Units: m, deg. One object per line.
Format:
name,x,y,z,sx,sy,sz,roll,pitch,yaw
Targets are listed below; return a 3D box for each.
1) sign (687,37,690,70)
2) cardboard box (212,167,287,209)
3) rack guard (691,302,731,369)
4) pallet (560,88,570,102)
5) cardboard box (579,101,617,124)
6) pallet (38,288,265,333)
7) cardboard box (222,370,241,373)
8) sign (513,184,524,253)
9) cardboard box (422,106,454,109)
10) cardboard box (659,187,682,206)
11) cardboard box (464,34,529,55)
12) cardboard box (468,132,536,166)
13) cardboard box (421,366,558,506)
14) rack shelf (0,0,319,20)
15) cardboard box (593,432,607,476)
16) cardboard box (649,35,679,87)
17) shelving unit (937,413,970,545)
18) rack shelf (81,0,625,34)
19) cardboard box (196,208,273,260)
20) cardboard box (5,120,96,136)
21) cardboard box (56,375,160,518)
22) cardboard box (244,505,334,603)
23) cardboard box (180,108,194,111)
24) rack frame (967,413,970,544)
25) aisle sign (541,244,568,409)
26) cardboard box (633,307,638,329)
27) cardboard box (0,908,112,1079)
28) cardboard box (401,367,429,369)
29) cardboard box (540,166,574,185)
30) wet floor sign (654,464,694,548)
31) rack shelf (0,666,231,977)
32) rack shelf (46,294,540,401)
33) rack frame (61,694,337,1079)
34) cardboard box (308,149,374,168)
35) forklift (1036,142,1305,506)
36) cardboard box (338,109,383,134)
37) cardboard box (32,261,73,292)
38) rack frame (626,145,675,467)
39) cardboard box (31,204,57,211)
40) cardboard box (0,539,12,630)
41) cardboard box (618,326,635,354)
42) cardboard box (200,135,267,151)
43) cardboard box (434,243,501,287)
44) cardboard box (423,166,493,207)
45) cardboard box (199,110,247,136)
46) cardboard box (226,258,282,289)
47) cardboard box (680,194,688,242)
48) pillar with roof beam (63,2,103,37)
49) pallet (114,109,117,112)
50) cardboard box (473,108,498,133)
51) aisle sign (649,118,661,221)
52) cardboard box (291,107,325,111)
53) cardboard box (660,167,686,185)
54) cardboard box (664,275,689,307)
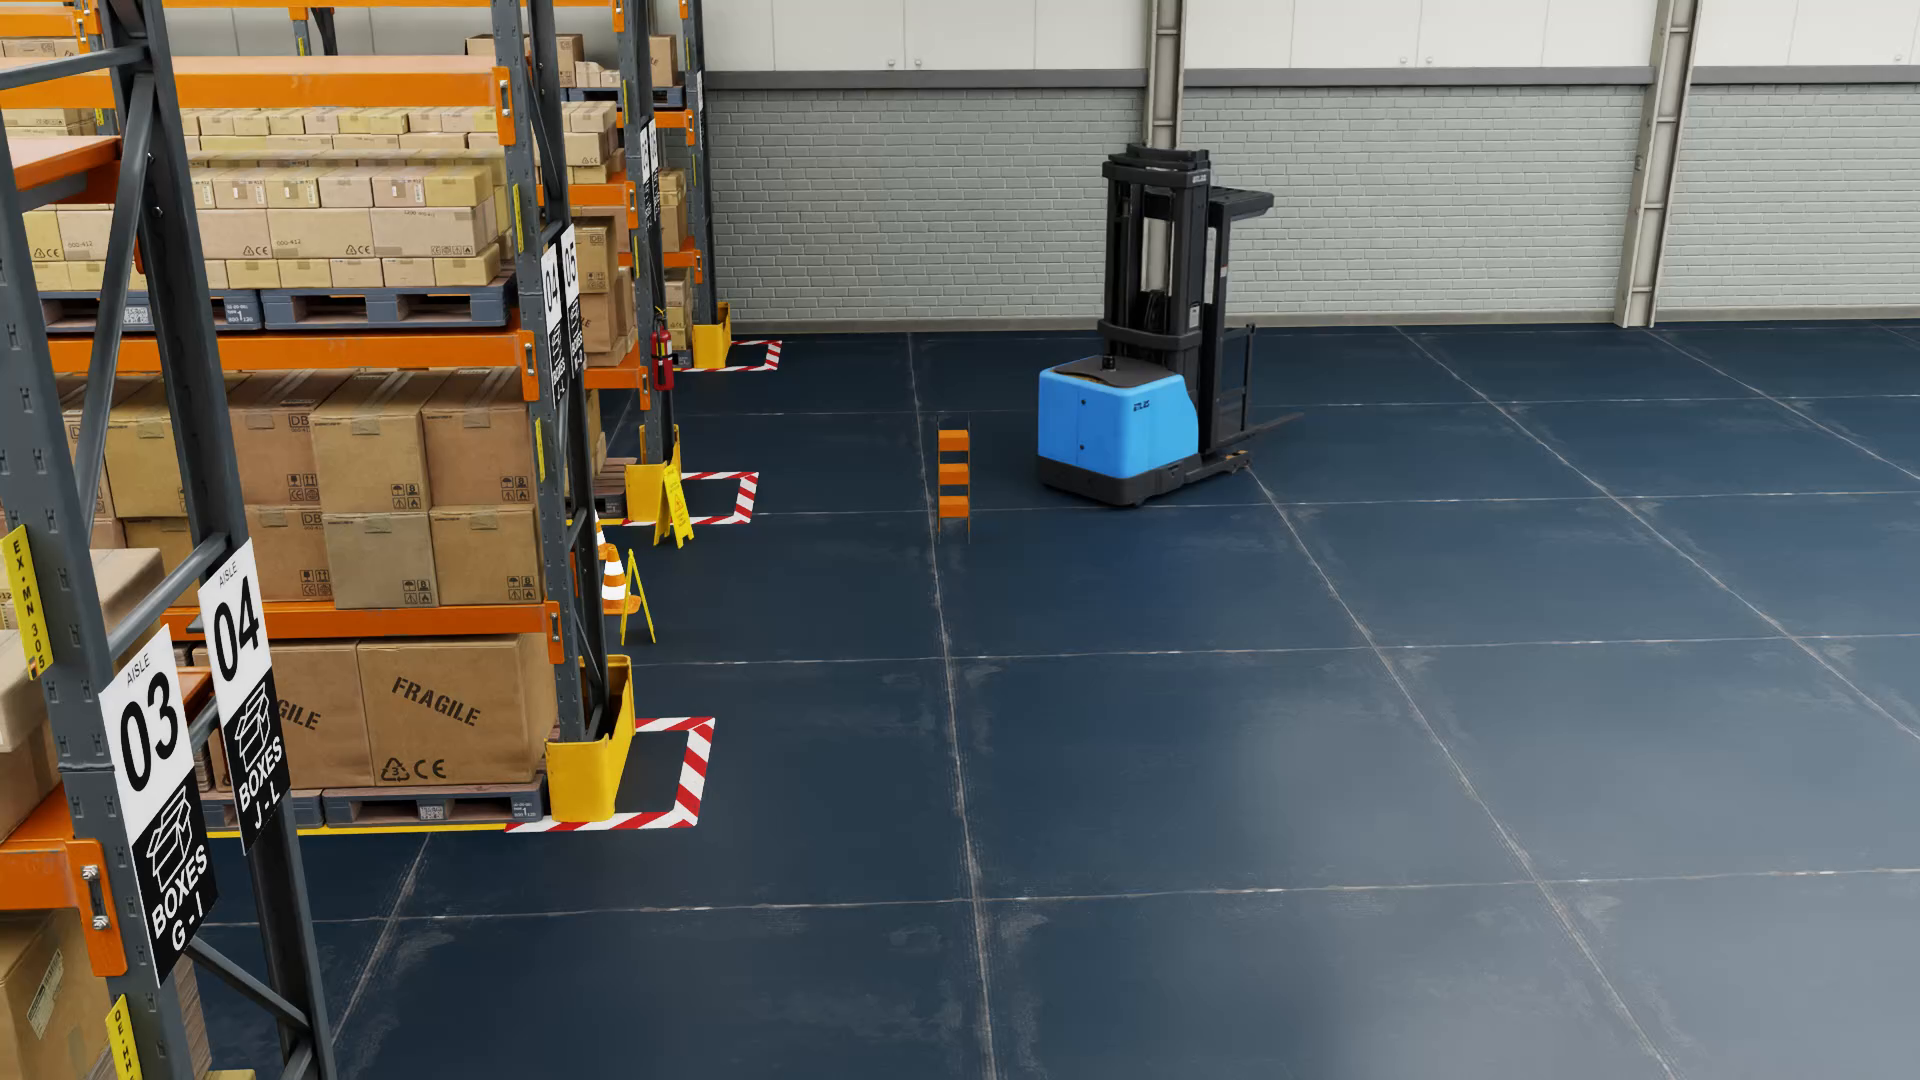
sign,-2.860,-5.115,17.492,0.005,0.325,0.100,-1,21,-3
cardboard box,-3.536,-1.763,8.321,0.250,0.149,0.380,-1,21,-3
rack guard,-2.853,-2.362,19.122,0.348,0.500,1.175,-1,21,-3
pallet,-4.805,-4.859,18.076,1.213,0.211,1.003,-1,21,-3
cardboard box,-2.956,-3.489,13.585,0.250,0.149,0.380,-1,21,-3
pallet,-4.167,-1.326,8.796,1.213,0.211,1.003,-1,21,-3
cardboard box,-6.001,-1.484,13.656,0.250,0.149,0.380,-1,21,-1
sign,-2.189,-1.596,8.247,0.005,0.325,0.100,-1,21,-3
cardboard box,-4.222,-3.501,13.617,0.250,0.149,0.380,-1,21,-2
cardboard box,-3.207,-3.773,18.263,0.250,0.149,0.380,-1,21,-2
cardboard box,-4.919,-5.144,17.823,0.637,0.503,0.797,0,21,-1
cardboard box,-3.588,-3.126,13.193,0.500,0.250,0.500,-1,21,-4
cardboard box,-2.579,-0.591,9.229,0.550,0.550,0.875,-1,21,-3
rack shelf,-8.867,-5.688,17.488,4.000,0.370,1.077,-1,21,-3
cardboard box,-3.411,-0.759,14.674,0.500,0.250,0.500,-1,21,-3
cardboard box,-3.305,-5.126,17.781,0.500,0.500,0.500,0,21,-1
shelving unit,-0.053,-0.490,13.431,0.252,1.050,0.215,-1,21,-3
rack shelf,-4.586,-4.192,12.999,4.000,0.370,1.077,-1,21,-3
cardboard box,-3.680,-1.595,8.440,0.500,0.250,0.500,-1,21,-3
cardboard box,-7.158,-3.150,13.083,0.500,0.250,0.500,-2,21,-4
cardboard box,-4.740,-0.513,9.025,0.550,0.550,0.875,-1,21,-3
cardboard box,-3.688,-0.071,9.380,0.550,0.550,0.875,-1,21,-3
cardboard box,-6.279,-3.426,13.421,0.250,0.149,0.380,-1,21,-2
rack frame,0.068,-0.492,13.438,0.008,1.050,0.200,-1,21,-3
aisle sign,-2.118,-1.120,8.693,0.004,0.787,0.394,-1,21,-3
cardboard box,-3.846,-2.547,18.667,0.500,0.250,0.500,-1,21,-4
cardboard box,-2.559,1.200,4.290,0.500,0.500,0.500,-1,21,-3
cardboard box,-4.478,-1.541,13.807,0.250,0.149,0.380,-1,21,-3
cardboard box,-3.176,-2.928,13.232,0.250,0.149,0.380,-1,21,-3
wet floor sign,-2.339,-0.290,13.475,0.232,0.644,0.267,6,22,16
rack shelf,-4.021,0.729,4.286,4.000,0.370,1.077,-1,21,-3
rack shelf,-4.203,-1.035,8.919,4.000,0.370,1.077,-1,21,-3
rack frame,-2.024,1.754,4.798,0.127,3.000,1.000,-1,21,-3
cardboard box,-3.316,-2.001,8.948,0.250,0.149,0.380,-1,21,-2
forklift,2.069,-2.096,15.006,1.130,2.935,3.031,19,28,41
cardboard box,-4.703,-3.294,13.073,0.250,0.149,0.380,-1,21,-2
cardboard box,-4.545,-1.369,8.409,0.250,0.149,0.380,-1,21,-3
rack frame,-2.590,-1.766,14.045,0.127,3.000,1.000,-1,21,-3
cardboard box,-4.546,-1.742,8.266,0.250,0.149,0.380,-1,21,-3
cardboard box,-2.576,0.130,4.498,0.250,0.149,0.380,-1,21,-2
cardboard box,-2.941,-1.716,14.265,0.250,0.149,0.380,-1,21,-3
cardboard box,-5.614,-3.081,13.076,0.500,0.250,0.500,-1,21,-3
cardboard box,-2.519,-1.410,8.516,0.250,0.149,0.380,-1,21,-3
cardboard box,-2.523,-1.783,8.374,0.250,0.149,0.380,-1,21,-3
cardboard box,-5.728,-3.250,12.959,0.250,0.149,0.380,-2,21,-5
cardboard box,-3.535,-1.390,8.462,0.250,0.149,0.380,-1,21,-4
cardboard box,-3.387,-3.665,18.891,0.500,0.500,0.500,0,21,-1
pillar with roof beam,-9.368,-4.988,14.075,0.400,9.000,9.100,-1,21,-3
pallet,-9.075,-4.750,17.931,1.213,0.211,1.003,0,21,-1
cardboard box,-3.680,-3.322,13.146,0.250,0.149,0.380,-1,21,-3
aisle sign,-2.546,-3.093,13.875,0.004,0.787,0.394,-1,21,-3
cardboard box,-5.240,-3.453,13.491,0.250,0.149,0.380,-2,21,-4
cardboard box,-3.224,-4.088,18.671,0.250,0.149,0.380,-2,21,-4
cardboard box,-3.319,-2.788,18.597,0.500,0.250,0.500,0,21,-1
